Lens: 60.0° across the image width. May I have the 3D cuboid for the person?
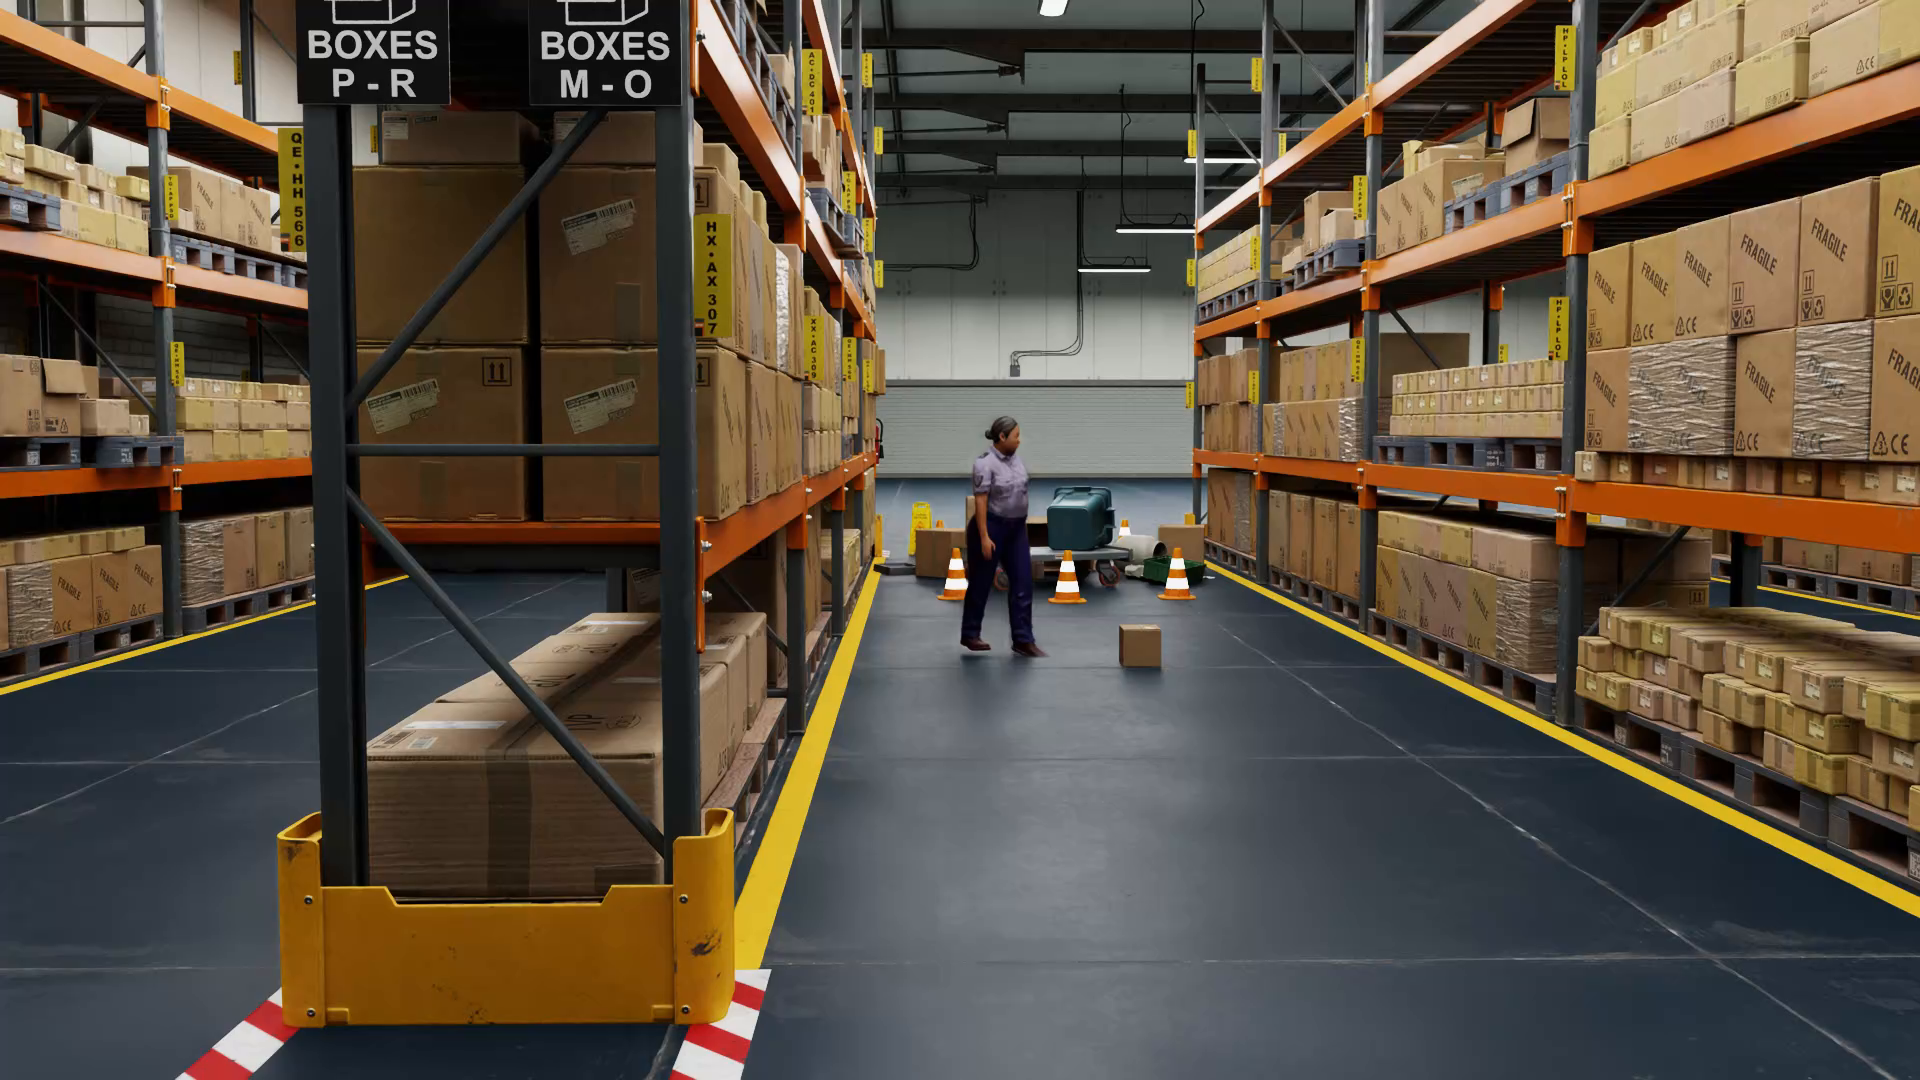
[{"bbox_3d":[0.254,-0.007,11.423,0.494,1.684,0.646,-3,5,-41],"label":"person"}]
